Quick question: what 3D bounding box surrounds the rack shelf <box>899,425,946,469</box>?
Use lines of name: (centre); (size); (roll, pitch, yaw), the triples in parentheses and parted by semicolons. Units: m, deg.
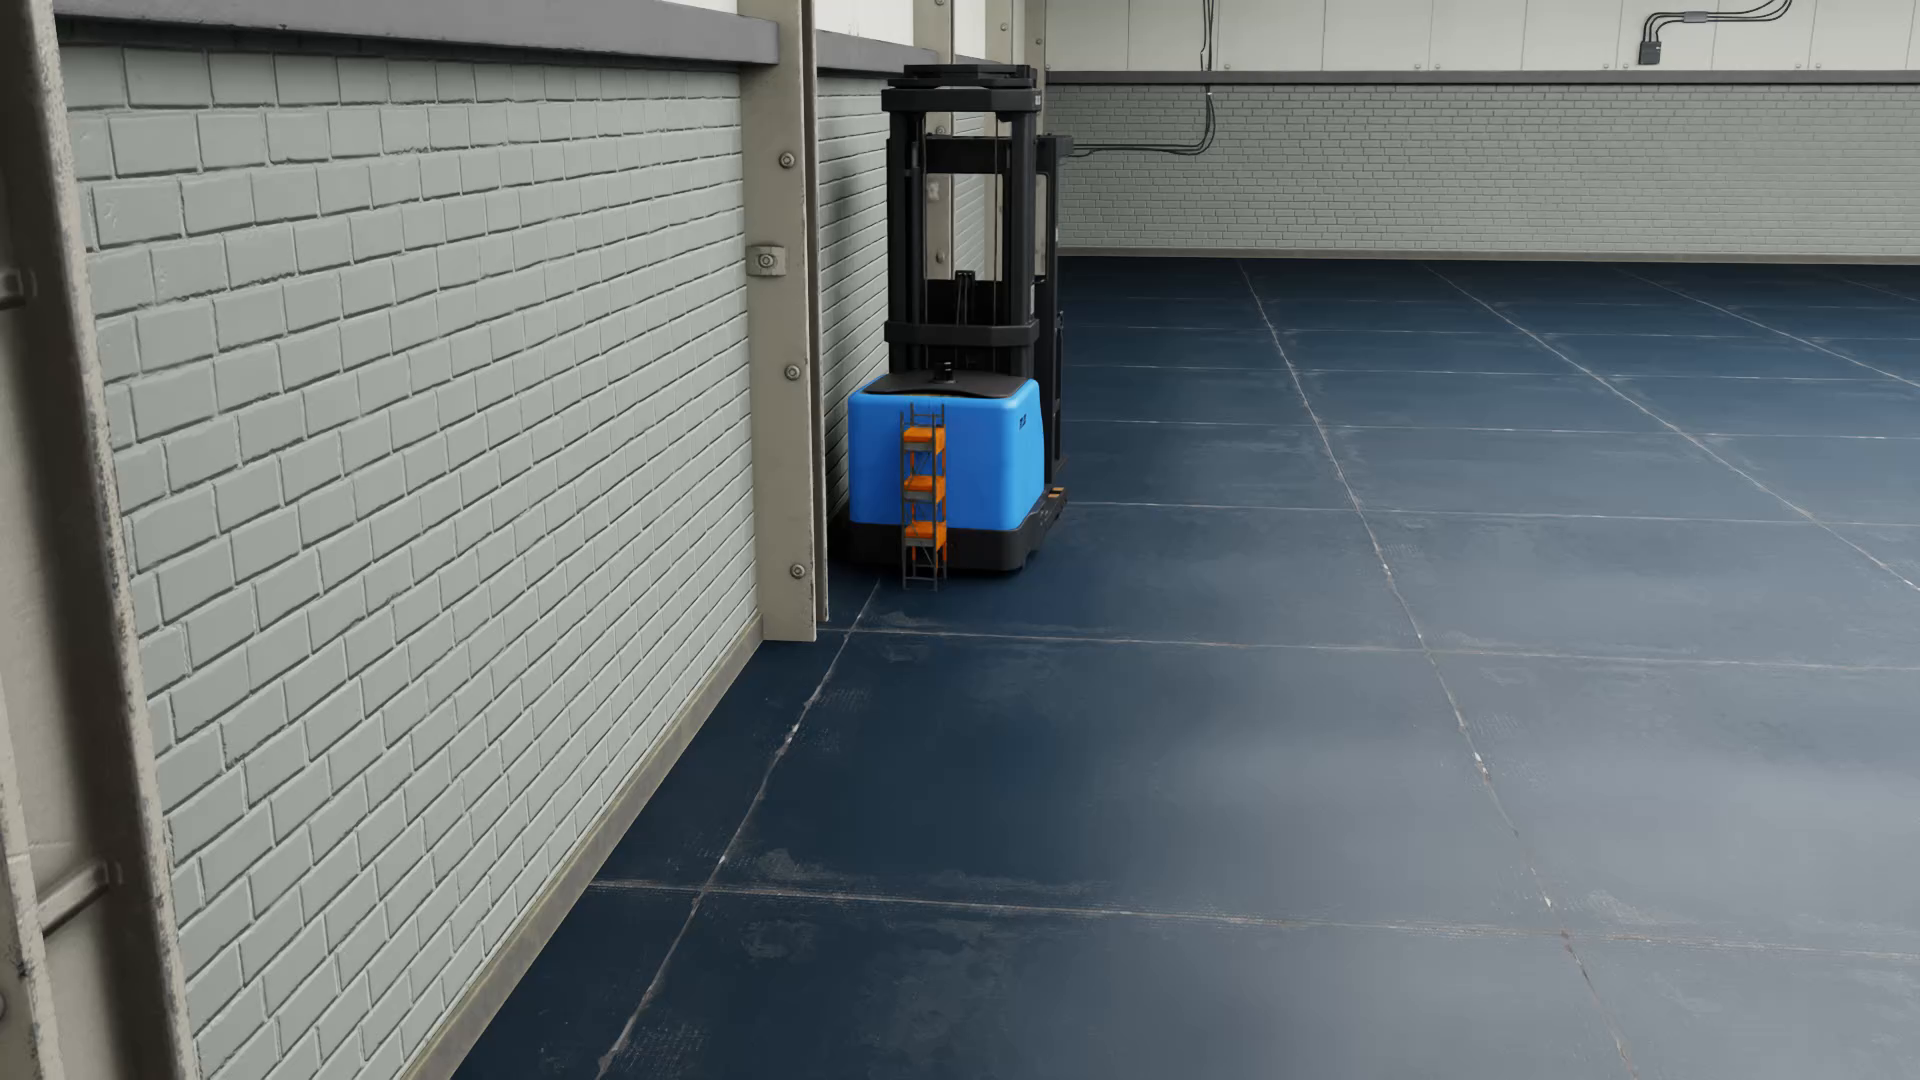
rack shelf: (-0.210, -0.508, 9.470); (0.215, 0.259, 0.240); (3, 17, 12)

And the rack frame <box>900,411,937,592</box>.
rack frame: (-0.235, -0.212, 9.434); (0.200, 1.050, 0.008); (3, 17, 12)

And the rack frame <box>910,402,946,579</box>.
rack frame: (-0.183, -0.280, 9.662); (0.200, 1.050, 0.008); (3, 17, 12)

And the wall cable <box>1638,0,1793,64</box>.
wall cable: (12.215, -10.620, 26.184); (2.305, 6.003, 0.169); (2, 15, 6)

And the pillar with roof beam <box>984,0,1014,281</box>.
pillar with roof beam: (4.738, -6.854, 18.771); (9.100, 9.000, 0.400); (2, 15, 6)

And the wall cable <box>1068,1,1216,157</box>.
wall cable: (2.784, -7.764, 28.082); (3.097, 2.526, 0.112); (2, 15, 6)

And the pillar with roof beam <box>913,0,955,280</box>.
pillar with roof beam: (4.061, -5.298, 13.016); (9.100, 9.000, 0.400); (2, 15, 6)

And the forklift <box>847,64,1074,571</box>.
forklift: (0.128, -1.575, 10.873); (1.130, 2.935, 3.031); (3, 15, 11)

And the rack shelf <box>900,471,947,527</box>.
rack shelf: (-0.209, -0.236, 9.551); (0.215, 0.259, 0.240); (3, 17, 12)

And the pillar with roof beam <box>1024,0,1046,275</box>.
pillar with roof beam: (5.416, -8.411, 24.526); (9.100, 9.000, 0.400); (2, 15, 6)

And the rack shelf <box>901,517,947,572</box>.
rack shelf: (-0.207, 0.030, 9.631); (0.215, 0.259, 0.240); (3, 17, 12)

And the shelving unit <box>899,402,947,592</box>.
shelving unit: (-0.209, -0.246, 9.548); (0.215, 1.050, 0.252); (3, 17, 12)

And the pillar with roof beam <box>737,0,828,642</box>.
pillar with roof beam: (3.384, -3.742, 7.261); (9.100, 9.000, 0.400); (2, 15, 6)
